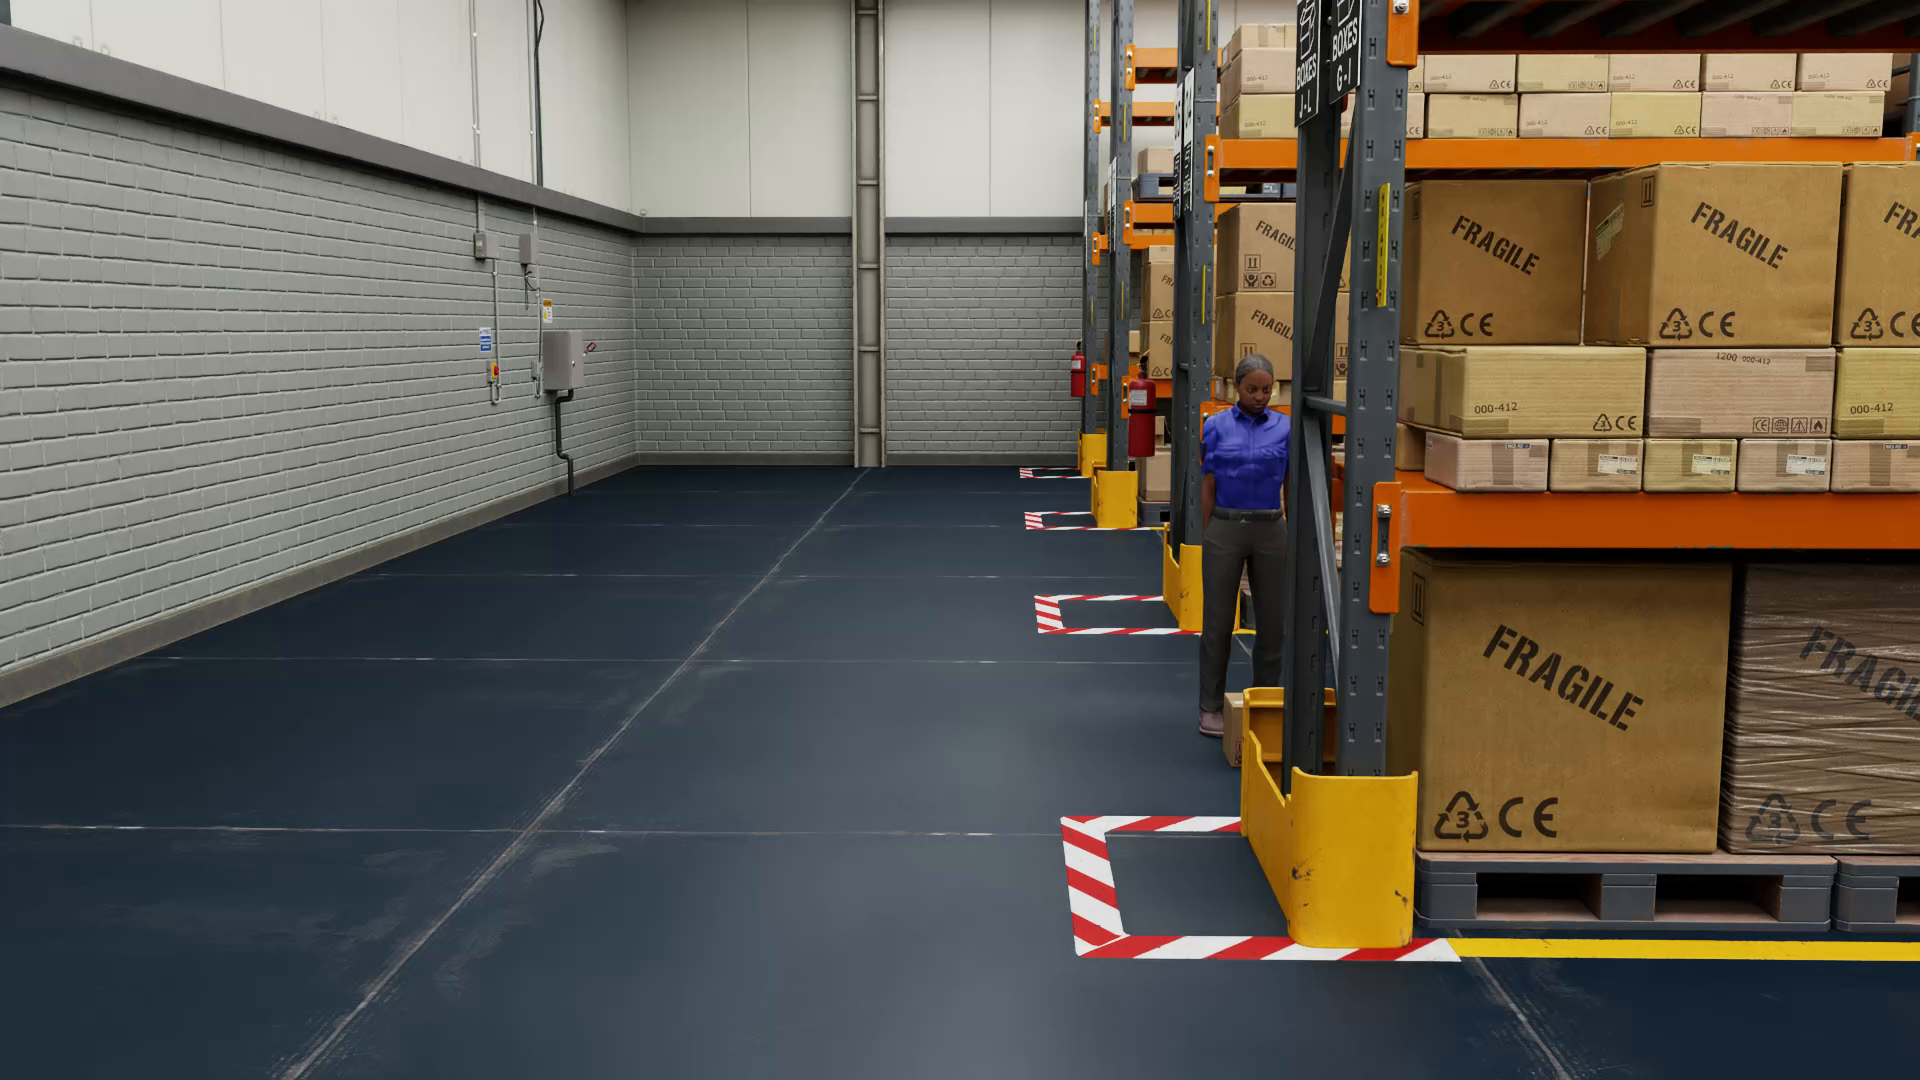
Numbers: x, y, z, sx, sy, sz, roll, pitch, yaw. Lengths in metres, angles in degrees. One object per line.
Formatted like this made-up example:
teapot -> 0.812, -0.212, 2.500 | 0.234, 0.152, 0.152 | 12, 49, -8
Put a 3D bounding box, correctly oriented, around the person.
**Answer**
person -> 1.254, 0.021, 7.189 | 0.440, 1.652, 0.302 | 0, 7, 2
